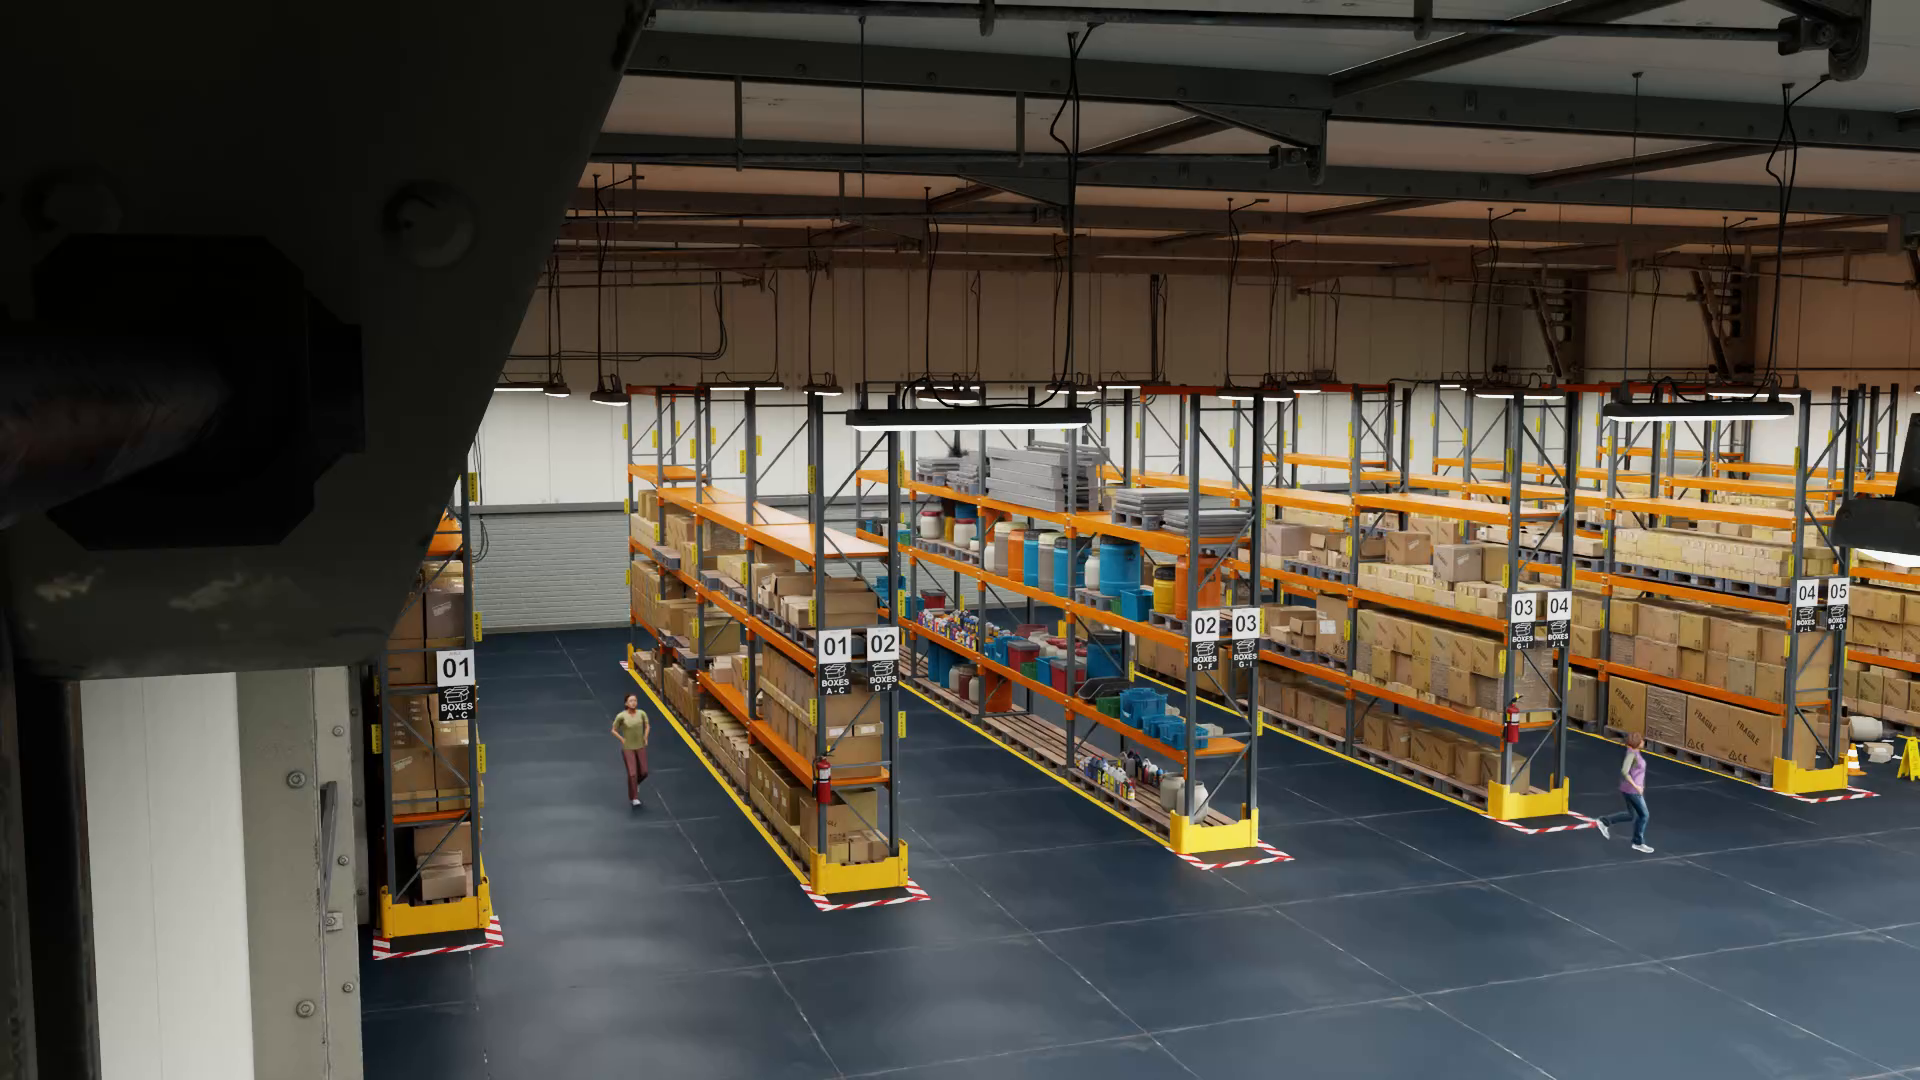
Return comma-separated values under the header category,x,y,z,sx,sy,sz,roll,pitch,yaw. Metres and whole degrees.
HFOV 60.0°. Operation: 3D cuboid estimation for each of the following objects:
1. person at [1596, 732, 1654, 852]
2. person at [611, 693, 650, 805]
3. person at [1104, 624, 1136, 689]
category,x,y,z,sx,sy,sz,roll,pitch,yaw
person,8.776,3.303,21.897,0.725,1.582,0.564,2,6,20
person,-4.777,3.024,24.221,0.578,1.619,0.569,-3,7,-26
person,3.072,1.967,31.052,0.667,1.790,0.852,-3,6,-23
